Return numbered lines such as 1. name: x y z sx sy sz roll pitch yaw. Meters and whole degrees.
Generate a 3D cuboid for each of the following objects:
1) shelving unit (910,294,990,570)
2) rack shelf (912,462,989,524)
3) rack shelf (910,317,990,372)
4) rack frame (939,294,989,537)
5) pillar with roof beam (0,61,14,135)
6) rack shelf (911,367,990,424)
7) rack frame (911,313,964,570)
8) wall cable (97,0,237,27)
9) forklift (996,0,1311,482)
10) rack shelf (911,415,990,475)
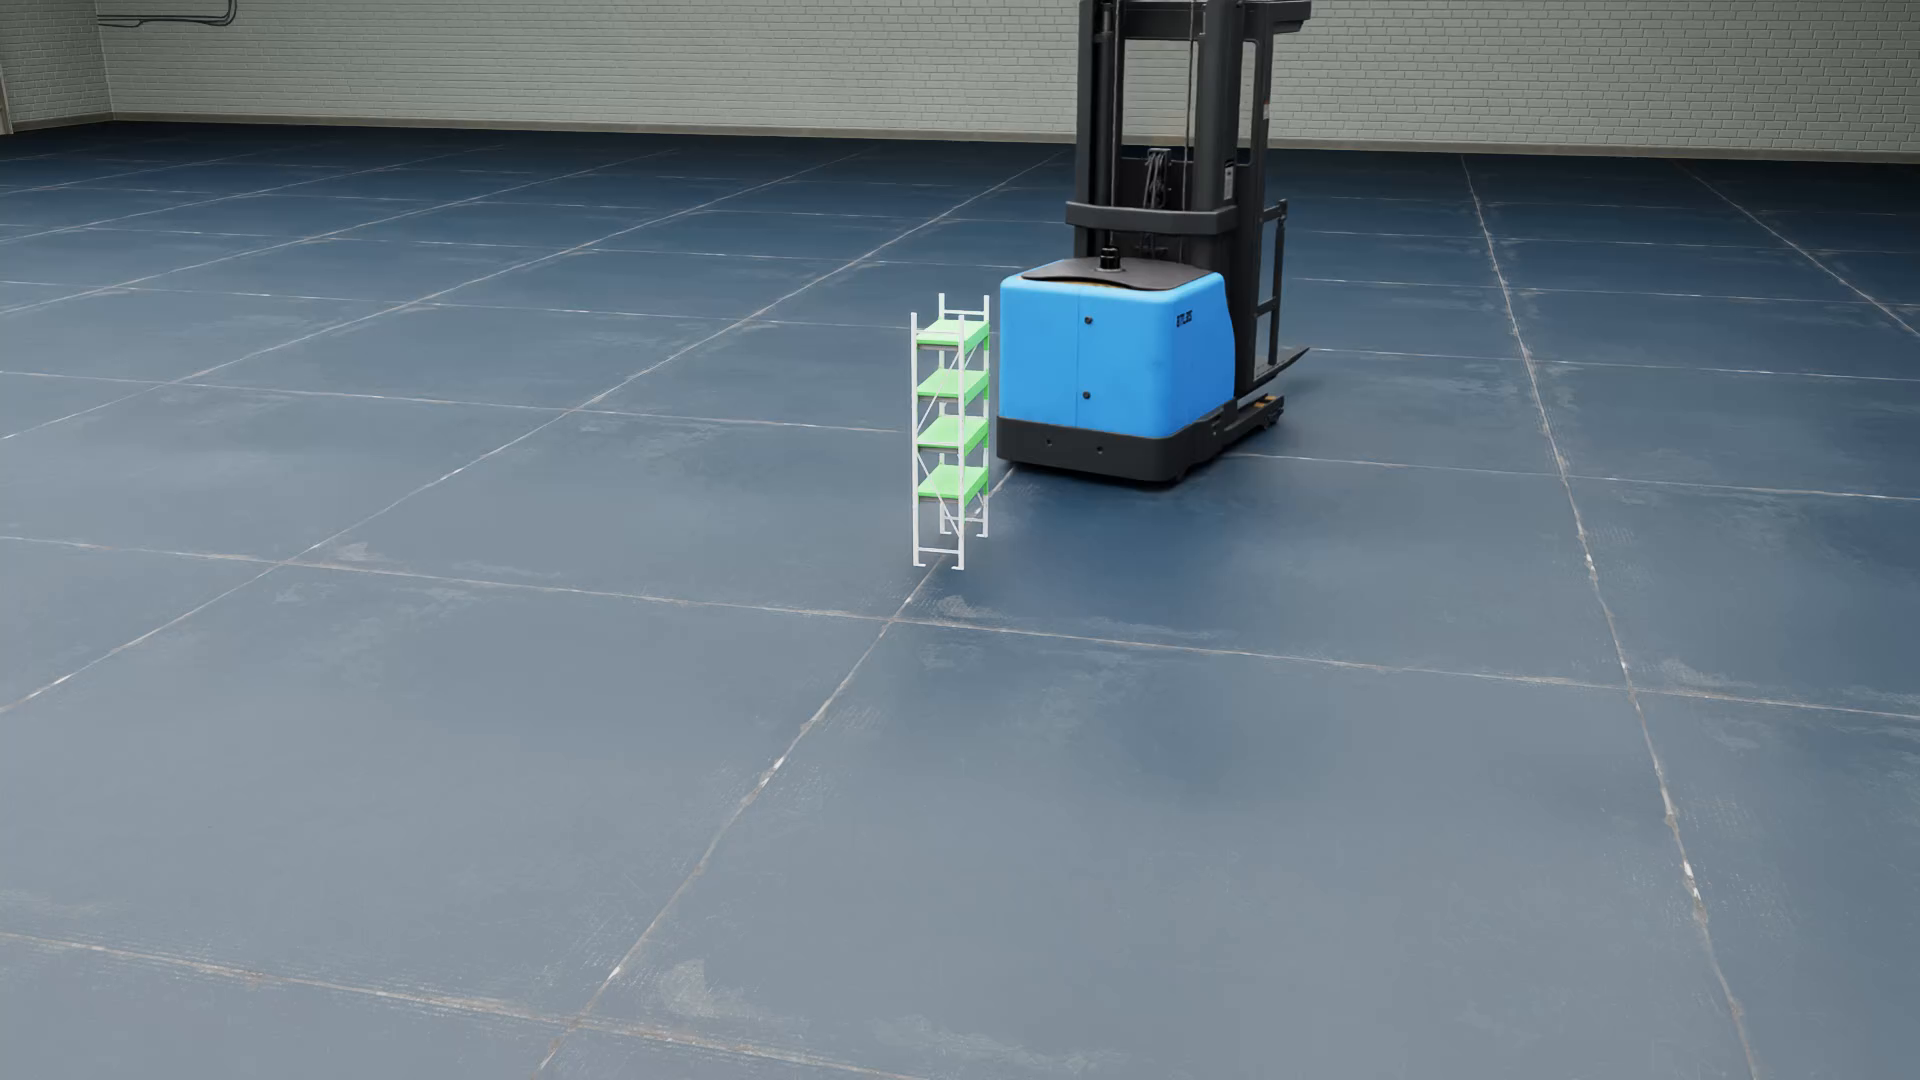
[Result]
1. shelving unit: -0.040 -0.516 7.842 0.258 1.200 0.503 5 19 13
2. rack shelf: -0.040 -0.228 7.940 0.258 0.148 0.480 5 19 13
3. rack shelf: -0.040 -0.910 7.707 0.258 0.148 0.480 5 19 13
4. rack frame: 0.019 -0.592 8.066 0.240 1.200 0.015 5 19 13
5. pillar with roof beam: -12.390 -10.896 26.167 9.100 9.000 0.400 5 19 13
6. rack shelf: -0.040 -0.683 7.785 0.258 0.148 0.480 5 19 13
7. rack frame: -0.100 -0.439 7.618 0.240 1.200 0.015 5 19 13
8. wall cable: -14.562 -10.586 30.062 3.097 2.526 0.112 5 19 13
9. forklift: 1.361 -2.127 9.881 1.130 2.935 3.031 10 21 27
10. rack shelf: -0.040 -0.455 7.862 0.258 0.148 0.480 5 19 13
